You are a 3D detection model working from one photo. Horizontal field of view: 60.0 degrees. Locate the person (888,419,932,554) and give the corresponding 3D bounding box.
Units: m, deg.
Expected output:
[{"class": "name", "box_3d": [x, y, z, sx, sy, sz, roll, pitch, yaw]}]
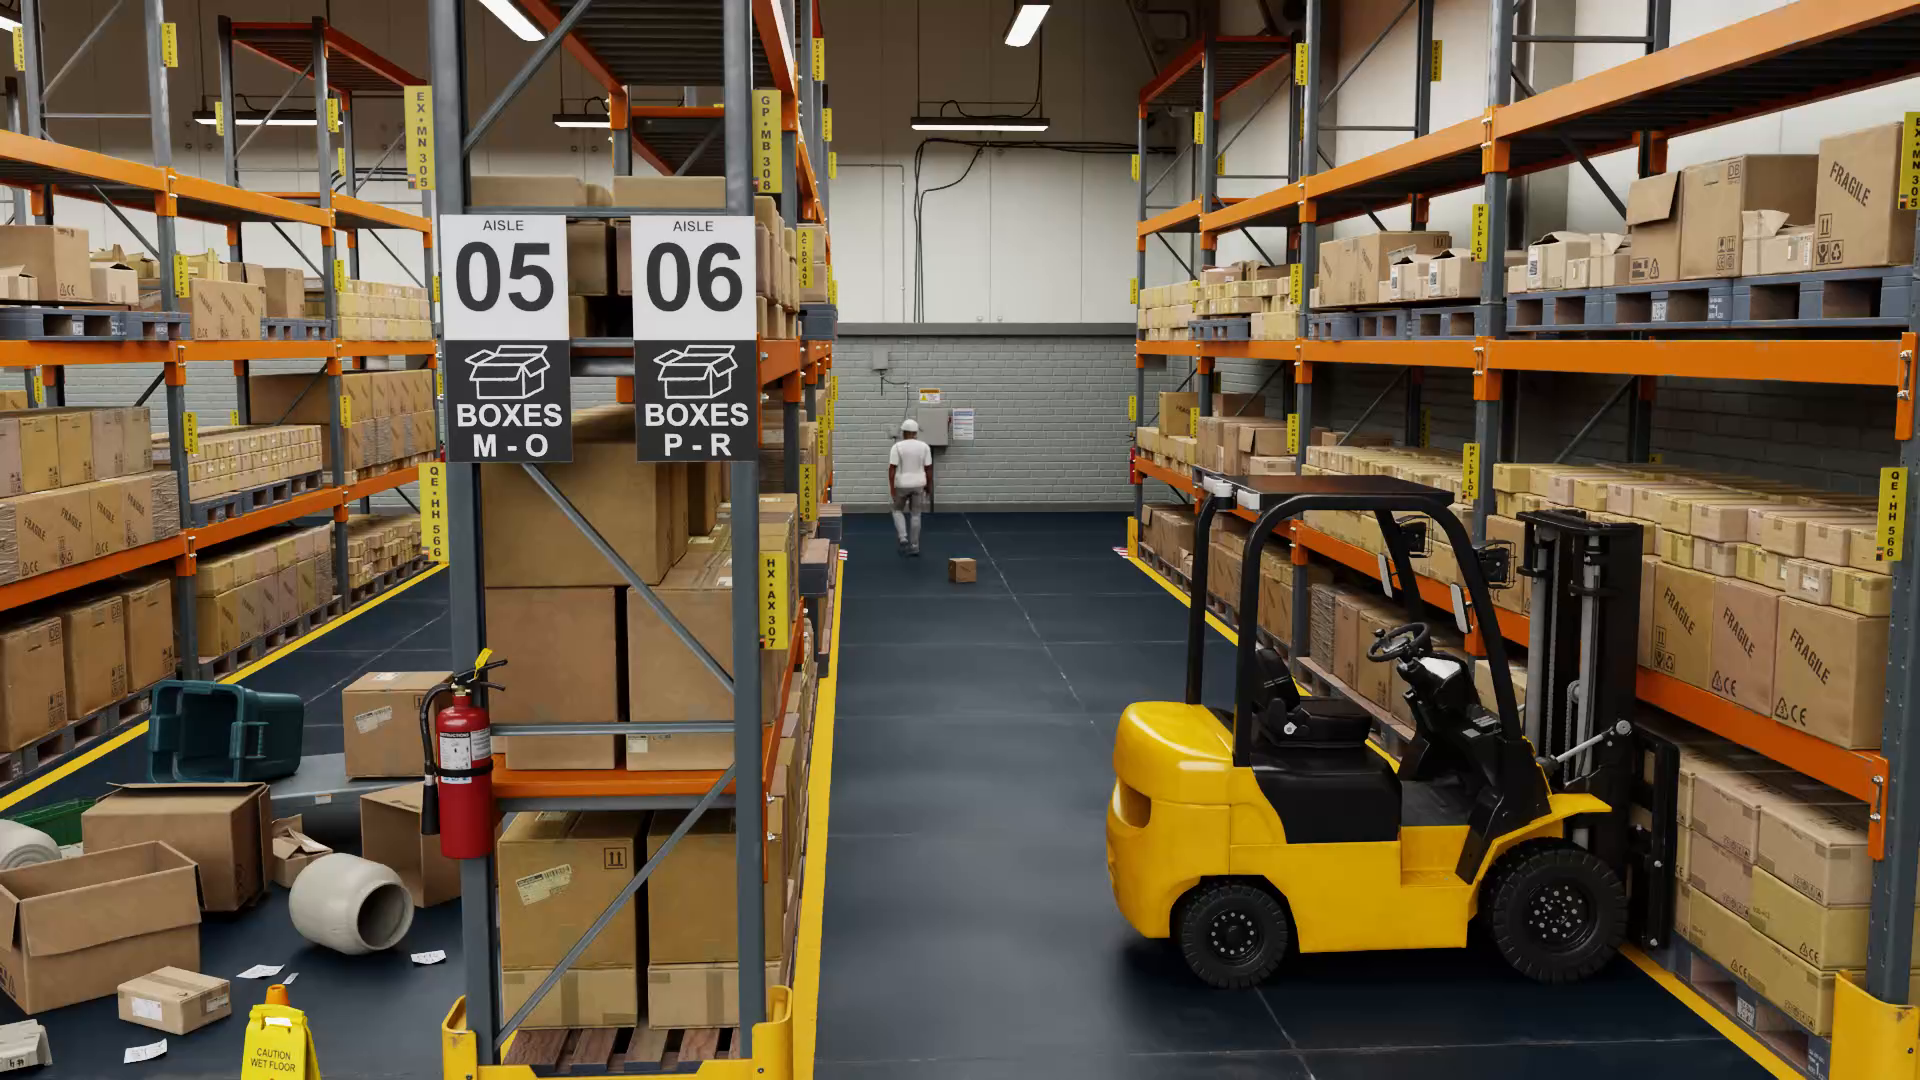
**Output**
[{"class": "person", "box_3d": [-0.665, -0.694, 21.859, 0.580, 1.786, 0.454, -1, 7, -10]}]
